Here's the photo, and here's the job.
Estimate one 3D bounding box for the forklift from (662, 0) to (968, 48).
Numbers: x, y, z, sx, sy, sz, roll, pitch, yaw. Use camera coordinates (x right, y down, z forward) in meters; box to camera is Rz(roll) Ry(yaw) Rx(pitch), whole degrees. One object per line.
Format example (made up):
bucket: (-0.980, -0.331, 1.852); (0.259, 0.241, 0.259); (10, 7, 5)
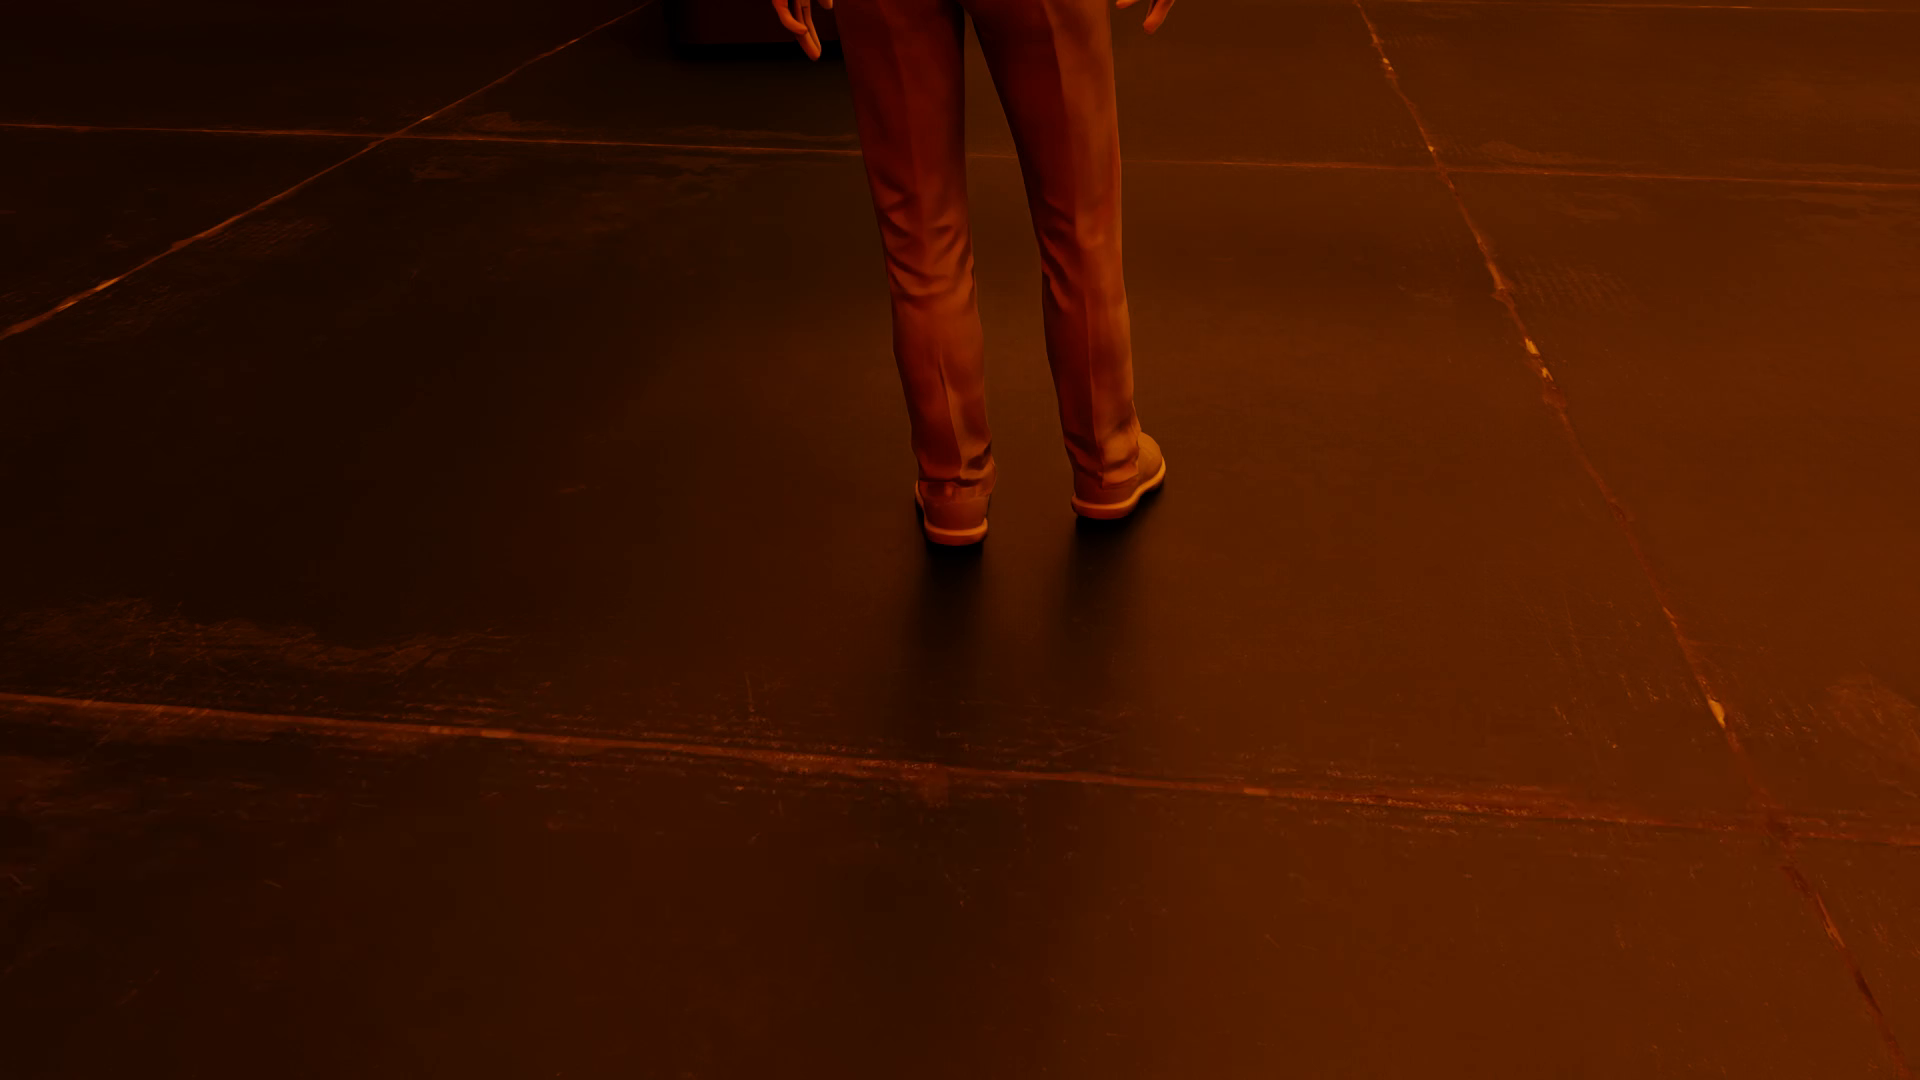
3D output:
forklift: (-0.699, -3.673, 6.580); (1.130, 2.935, 3.031); (-4, 27, -7)

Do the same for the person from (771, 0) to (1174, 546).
person: (0.016, -0.795, 2.179); (0.586, 1.694, 0.530); (3, 27, 7)
